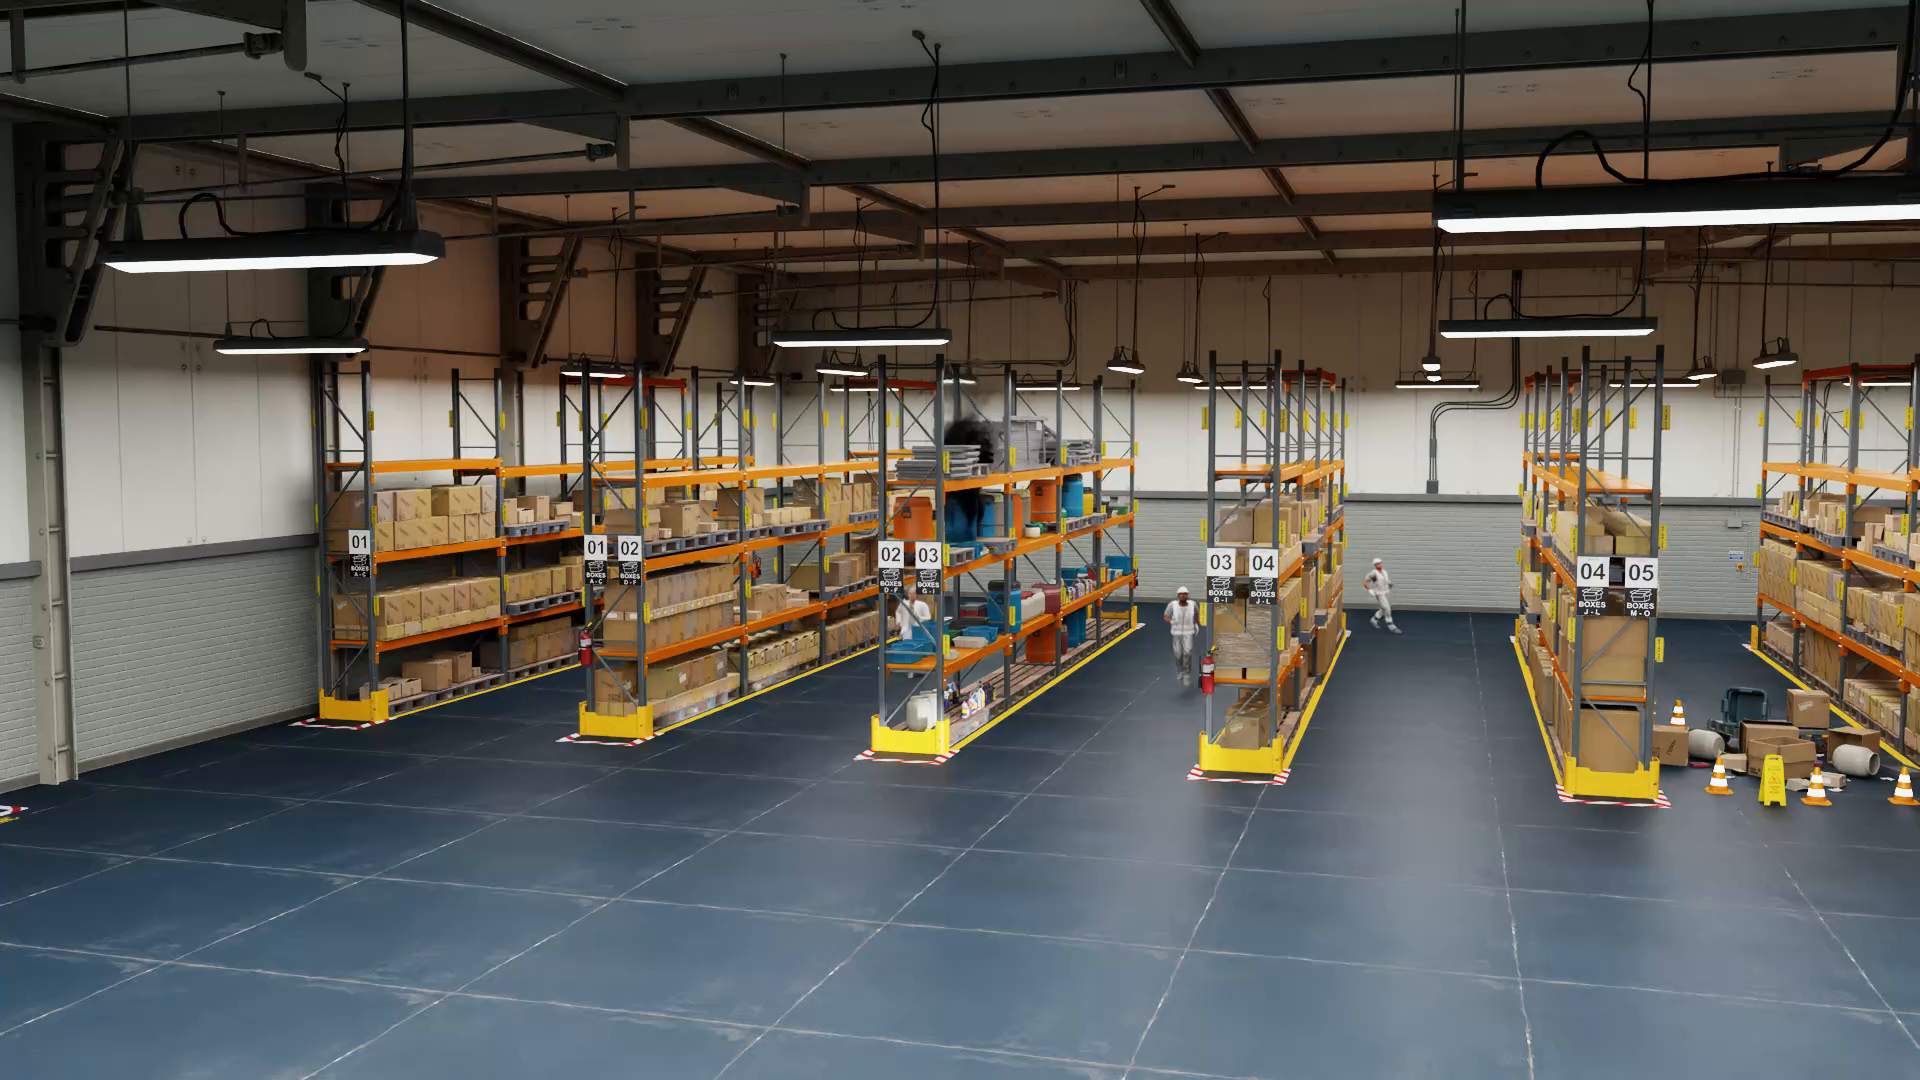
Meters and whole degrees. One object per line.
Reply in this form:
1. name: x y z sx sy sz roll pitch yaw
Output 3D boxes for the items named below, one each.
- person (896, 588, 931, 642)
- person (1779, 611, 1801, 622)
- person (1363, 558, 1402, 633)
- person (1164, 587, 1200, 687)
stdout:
1. person: -0.920 1.776 32.233 0.714 1.704 1.027 0 4 5
2. person: 18.784 1.535 37.459 0.898 1.600 0.686 4 5 41
3. person: 9.948 1.299 39.205 0.724 1.747 0.947 -3 5 -38
4. person: 4.044 1.736 30.348 0.658 1.793 0.801 1 4 9
